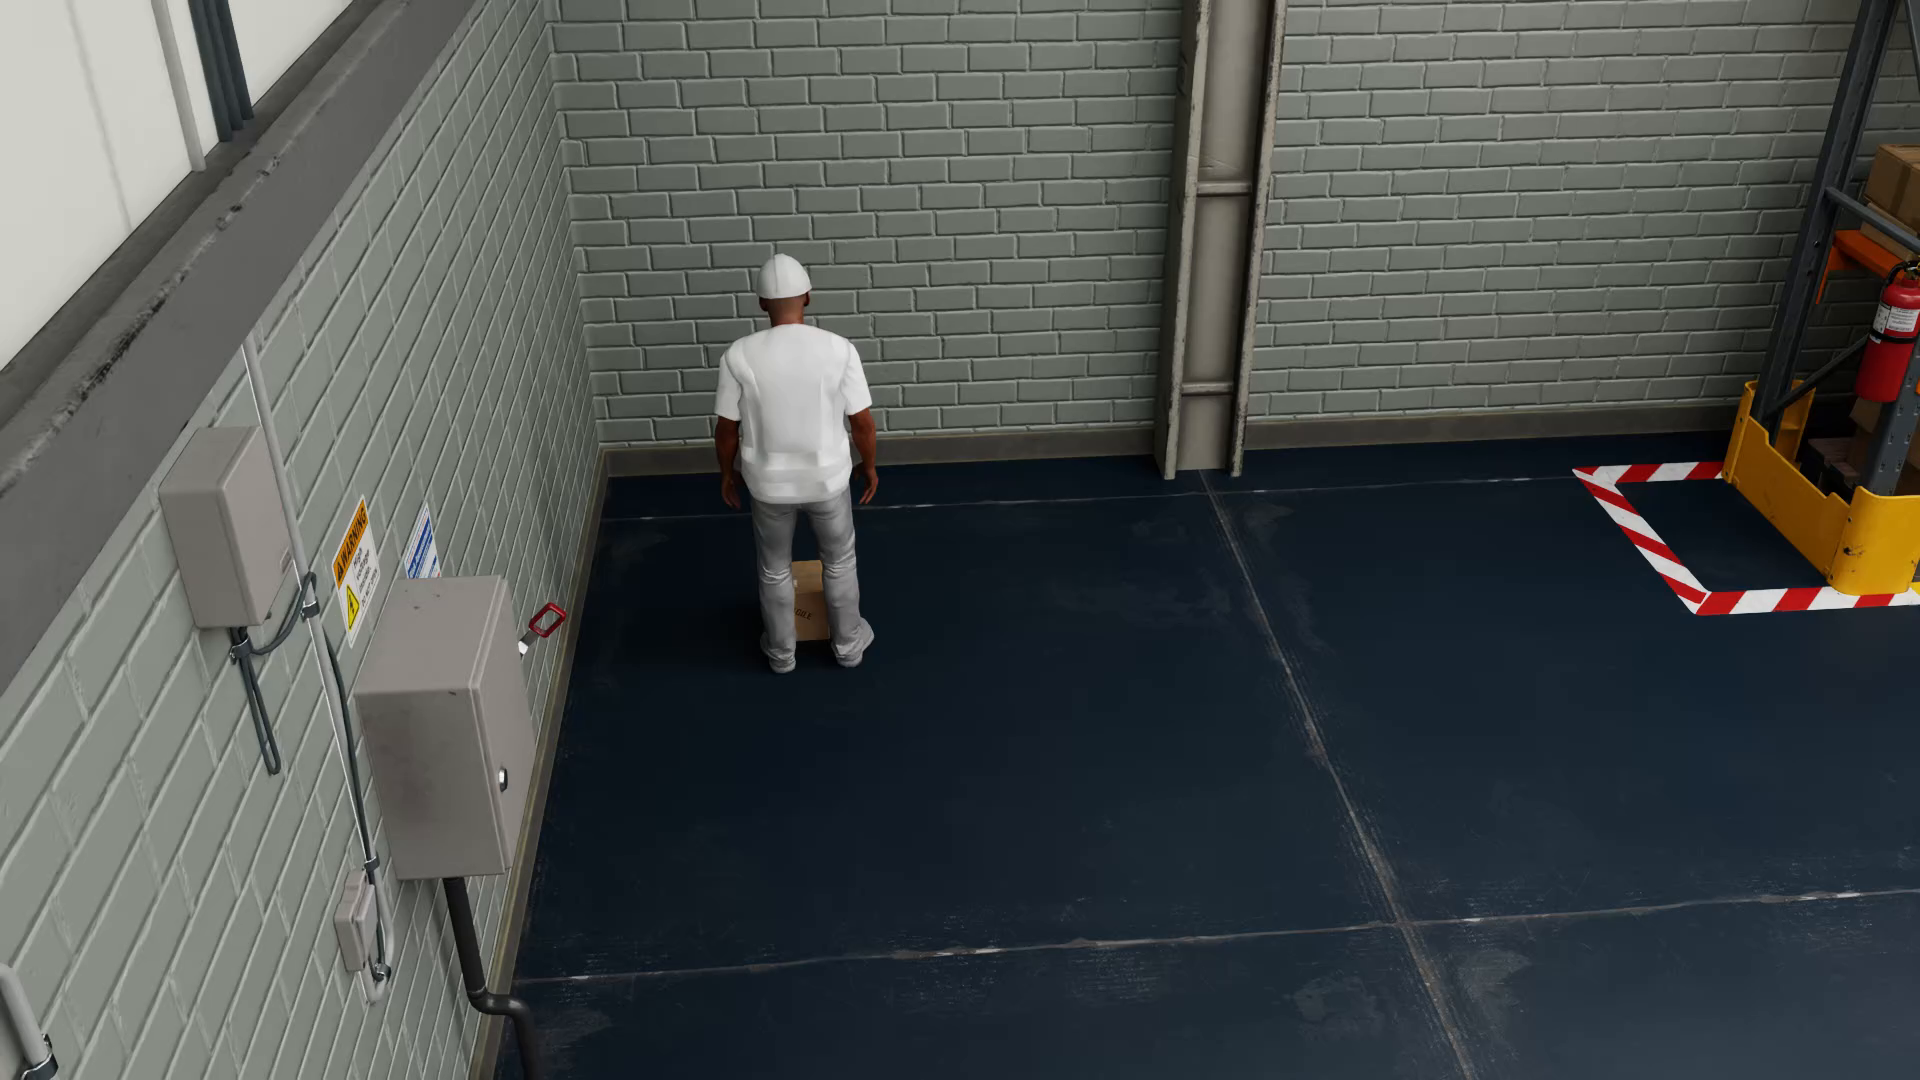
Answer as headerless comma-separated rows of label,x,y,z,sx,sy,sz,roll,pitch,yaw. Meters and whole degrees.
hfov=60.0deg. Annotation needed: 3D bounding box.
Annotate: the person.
person,-0.637,-0.269,6.563,0.628,1.761,0.456,-3,31,-4
